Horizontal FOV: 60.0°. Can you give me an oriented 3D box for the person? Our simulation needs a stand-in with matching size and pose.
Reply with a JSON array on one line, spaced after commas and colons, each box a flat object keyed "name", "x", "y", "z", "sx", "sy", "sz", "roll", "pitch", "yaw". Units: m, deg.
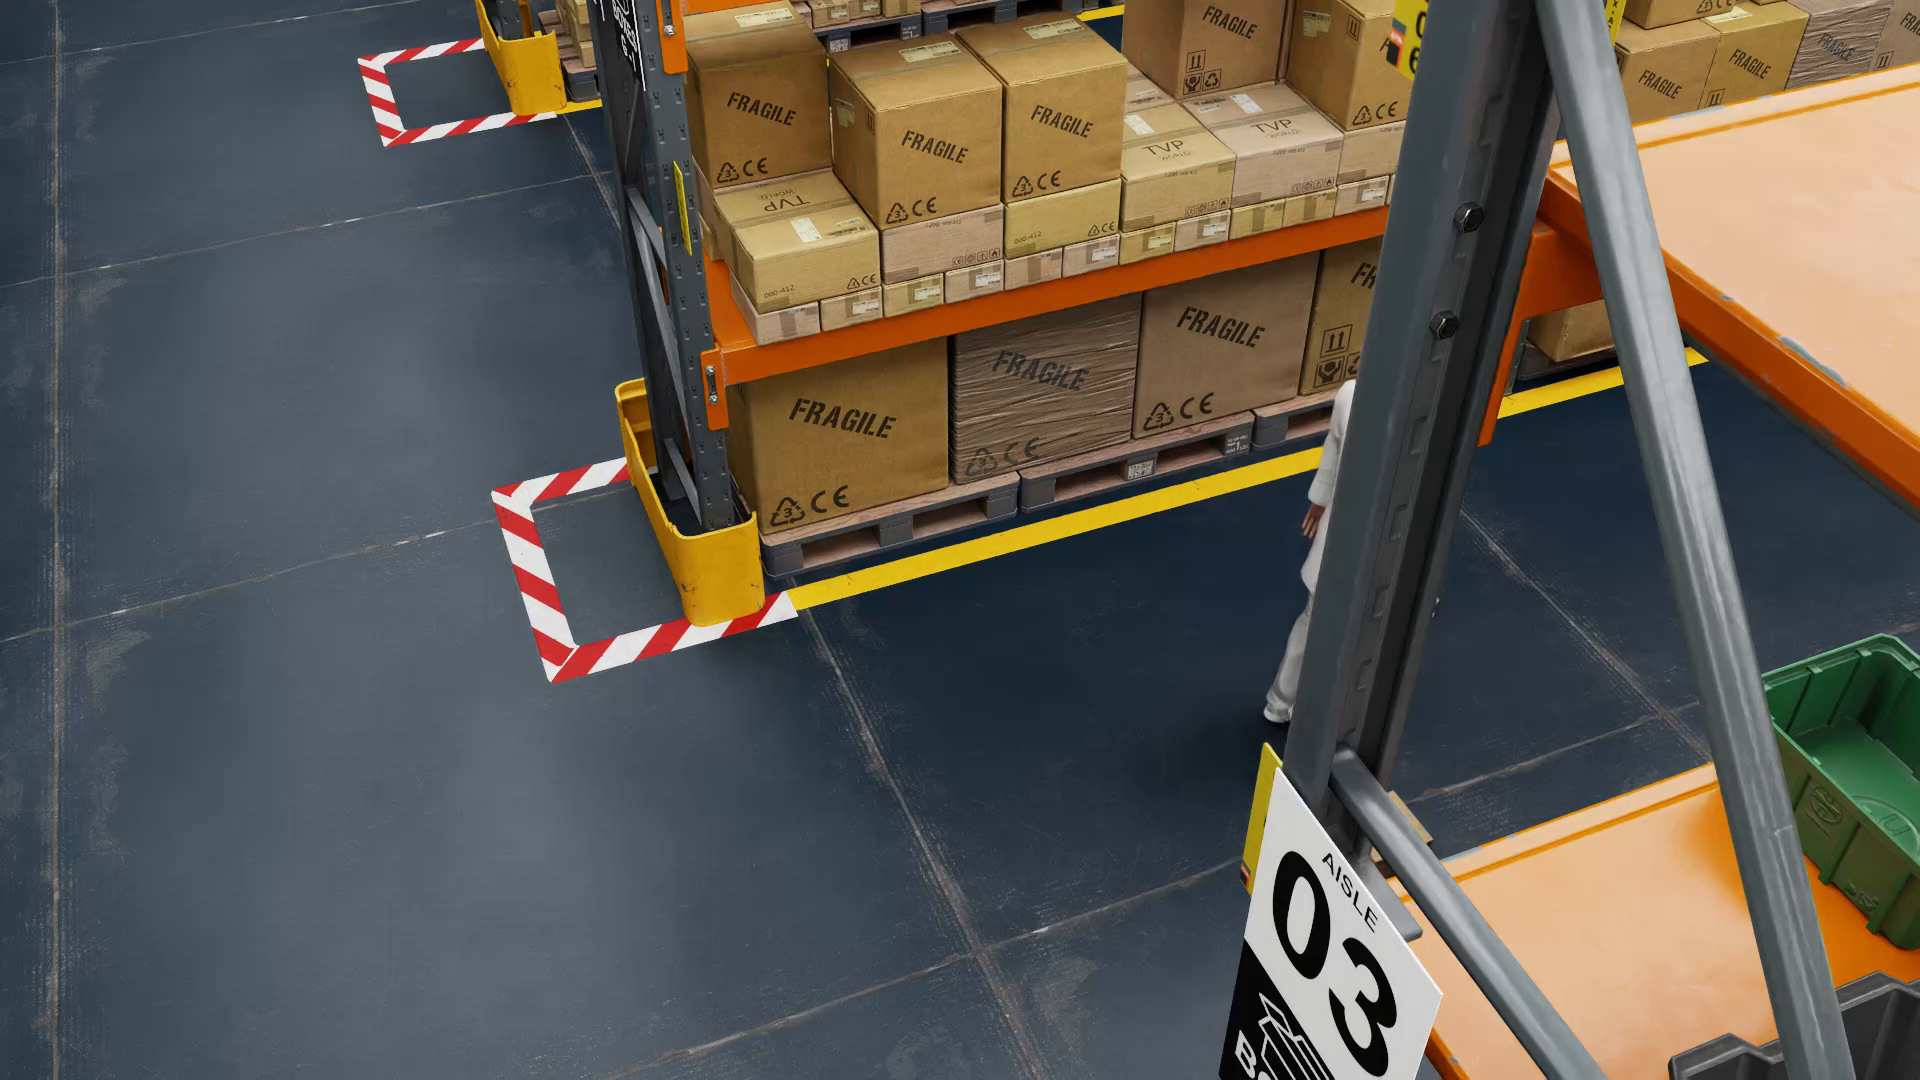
[{"name": "person", "x": 1.479, "y": 0.033, "z": 6.102, "sx": 0.525, "sy": 1.769, "sz": 0.717, "roll": -9, "pitch": 42, "yaw": -10}]
